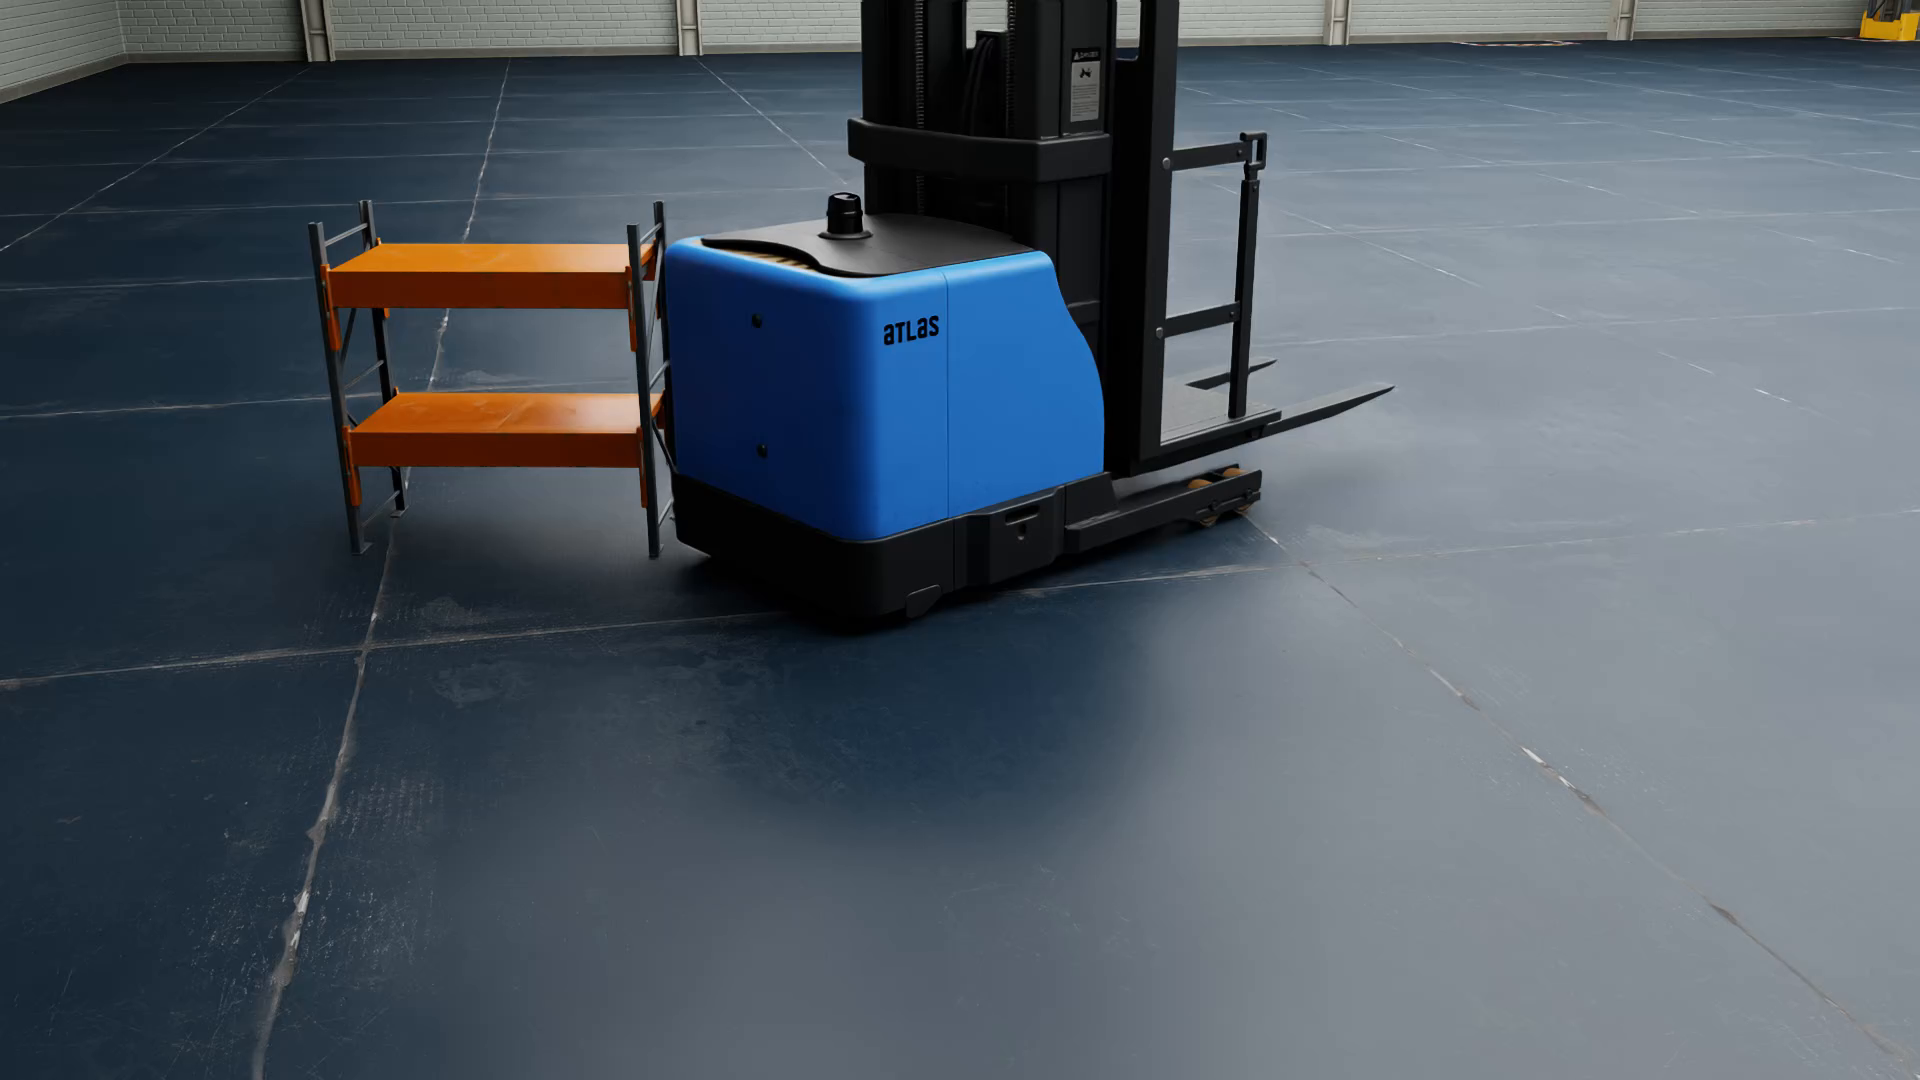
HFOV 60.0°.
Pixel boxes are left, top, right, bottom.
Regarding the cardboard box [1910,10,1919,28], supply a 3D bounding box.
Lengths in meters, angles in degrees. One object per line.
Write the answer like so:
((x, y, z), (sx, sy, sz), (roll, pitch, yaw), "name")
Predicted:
((18.930, -10.278, 32.780), (0.500, 0.311, 0.500), (-7, 21, -19), "cardboard box")

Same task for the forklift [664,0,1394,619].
((0.467, -1.545, 5.771), (3.031, 2.935, 1.130), (-17, 26, -39), "forklift")

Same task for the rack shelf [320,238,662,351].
((-1.547, -0.834, 5.605), (1.000, 0.278, 0.538), (0, 20, 1), "rack shelf")

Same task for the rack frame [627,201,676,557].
((-1.038, -0.557, 5.699), (0.032, 1.125, 0.500), (0, 20, 1), "rack frame")

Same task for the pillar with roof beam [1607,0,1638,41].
((13.870, -12.555, 27.006), (0.400, 9.000, 9.100), (-5, 21, -12), "pillar with roof beam")

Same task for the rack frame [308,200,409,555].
((-2.055, -0.562, 5.712), (0.032, 1.125, 0.500), (0, 20, 1), "rack frame")

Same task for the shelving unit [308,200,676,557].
((-1.547, -0.559, 5.706), (1.048, 1.125, 0.538), (0, 20, 1), "shelving unit")

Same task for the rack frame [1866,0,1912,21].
((18.236, -11.309, 32.326), (0.127, 3.000, 1.000), (-5, 21, -12), "rack frame")

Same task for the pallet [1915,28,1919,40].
((19.109, -10.058, 32.965), (1.213, 0.211, 1.003), (-5, 21, -12), "pallet")

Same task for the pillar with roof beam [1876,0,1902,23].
((19.709, -13.030, 28.302), (0.400, 9.000, 9.100), (-5, 21, -12), "pillar with roof beam")

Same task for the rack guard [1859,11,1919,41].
((18.310, -10.141, 32.772), (0.348, 0.500, 1.175), (-5, 21, -12), "rack guard")

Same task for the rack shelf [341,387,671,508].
((-1.547, -0.330, 5.790), (1.000, 0.278, 0.538), (0, 20, 1), "rack shelf")

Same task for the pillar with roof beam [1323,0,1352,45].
((8.031, -12.080, 25.709), (0.400, 9.000, 9.100), (-5, 21, -12), "pillar with roof beam")

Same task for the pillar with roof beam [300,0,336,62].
((-9.486, -10.655, 21.820), (0.400, 9.000, 9.100), (-5, 21, -12), "pillar with roof beam")

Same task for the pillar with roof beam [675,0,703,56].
((-3.647, -11.130, 23.116), (0.400, 9.000, 9.100), (-5, 21, -12), "pillar with roof beam")
